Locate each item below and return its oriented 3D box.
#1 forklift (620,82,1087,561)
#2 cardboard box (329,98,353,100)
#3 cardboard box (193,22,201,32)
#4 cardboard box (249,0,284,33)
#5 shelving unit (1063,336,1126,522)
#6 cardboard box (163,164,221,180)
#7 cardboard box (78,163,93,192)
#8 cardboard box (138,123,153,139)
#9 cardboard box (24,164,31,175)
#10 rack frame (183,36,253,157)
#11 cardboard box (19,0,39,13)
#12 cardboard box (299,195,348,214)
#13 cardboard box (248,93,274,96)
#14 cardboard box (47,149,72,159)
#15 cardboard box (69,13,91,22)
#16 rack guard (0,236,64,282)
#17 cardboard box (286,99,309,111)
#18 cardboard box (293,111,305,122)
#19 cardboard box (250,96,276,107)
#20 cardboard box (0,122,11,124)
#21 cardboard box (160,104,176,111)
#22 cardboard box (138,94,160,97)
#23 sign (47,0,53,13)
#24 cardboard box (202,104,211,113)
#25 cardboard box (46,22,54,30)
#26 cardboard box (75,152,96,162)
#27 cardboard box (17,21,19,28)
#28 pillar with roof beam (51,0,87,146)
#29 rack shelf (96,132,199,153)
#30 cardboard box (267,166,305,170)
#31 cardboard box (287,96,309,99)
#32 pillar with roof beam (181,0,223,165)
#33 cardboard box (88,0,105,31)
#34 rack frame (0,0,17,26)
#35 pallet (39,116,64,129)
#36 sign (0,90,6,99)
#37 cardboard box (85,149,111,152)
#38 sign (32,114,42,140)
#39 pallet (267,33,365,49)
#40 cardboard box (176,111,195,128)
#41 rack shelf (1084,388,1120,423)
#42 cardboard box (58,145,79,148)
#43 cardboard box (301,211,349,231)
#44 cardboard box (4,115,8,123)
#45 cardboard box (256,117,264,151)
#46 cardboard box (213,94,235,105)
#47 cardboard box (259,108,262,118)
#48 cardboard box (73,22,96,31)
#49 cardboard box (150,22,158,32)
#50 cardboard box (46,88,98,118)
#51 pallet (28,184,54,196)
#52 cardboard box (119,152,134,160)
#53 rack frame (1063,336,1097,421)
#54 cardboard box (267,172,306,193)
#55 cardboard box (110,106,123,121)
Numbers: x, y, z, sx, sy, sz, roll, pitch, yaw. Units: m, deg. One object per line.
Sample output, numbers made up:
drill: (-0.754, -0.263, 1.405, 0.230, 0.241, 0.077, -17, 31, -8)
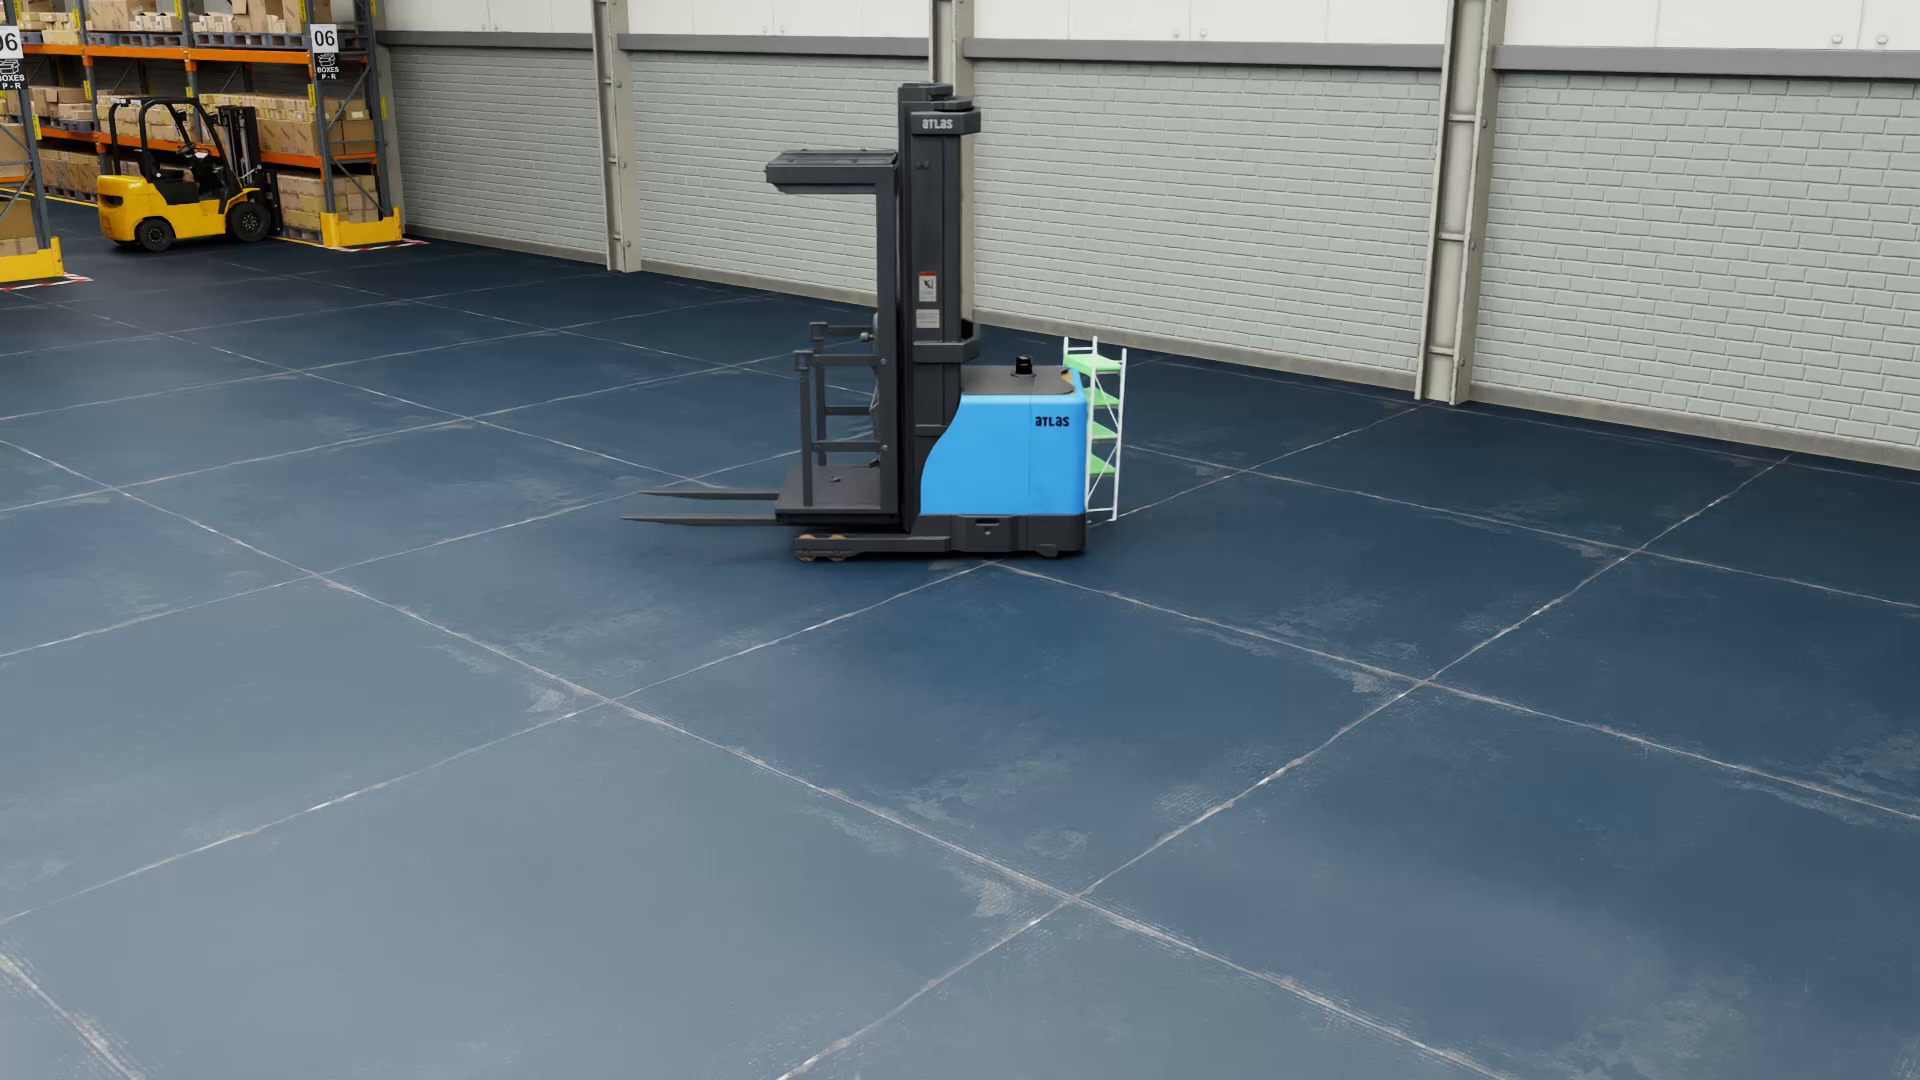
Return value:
forklift: (-0.698, -1.422, 10.747, 3.031, 2.935, 1.130, 0, 18, 1)
cardboard box: (-9.412, -6.667, 25.432, 0.250, 0.149, 0.380, 16, 24, 41)
cardboard box: (-12.003, -8.188, 26.549, 0.250, 0.149, 0.380, 16, 23, 40)
cardboard box: (-10.338, -7.973, 25.291, 0.500, 0.500, 0.700, 15, 23, 40)
shelving unit: (0.905, -0.774, 11.551, 0.258, 1.200, 0.503, -4, 18, -19)
cardboard box: (-13.111, -6.117, 28.658, 0.625, 0.625, 0.875, 15, 23, 39)
cardboard box: (-15.956, -6.740, 30.827, 0.500, 0.500, 0.500, 15, 23, 38)
cardboard box: (-13.810, -7.067, 28.670, 0.500, 0.250, 0.500, 16, 24, 41)
cardboard box: (-17.909, -7.256, 32.453, 0.500, 0.500, 0.500, 16, 24, 42)
rack frame: (-12.138, -6.789, 27.544, 0.127, 3.000, 1.000, 15, 23, 39)
cardboard box: (-17.847, -10.246, 31.858, 0.258, 0.266, 0.396, 15, 23, 38)
cardboard box: (-9.717, -5.140, 25.375, 0.500, 0.250, 0.500, 15, 23, 39)
cardboard box: (-11.331, -7.182, 27.053, 0.250, 0.149, 0.380, 15, 23, 39)
cardboard box: (-17.195, -7.383, 31.782, 0.250, 0.149, 0.380, 15, 23, 39)
cardboard box: (-15.583, -9.284, 29.545, 0.250, 0.149, 0.380, 16, 24, 41)
rack guard: (-12.495, -3.686, 21.898, 0.348, 0.500, 1.175, 15, 23, 39)
cardboard box: (-9.972, -6.597, 25.211, 0.250, 0.149, 0.380, 16, 23, 40)
cardboard box: (-9.802, -6.393, 25.060, 0.250, 0.149, 0.380, 16, 23, 40)
cardboard box: (-10.882, -6.869, 26.069, 0.250, 0.149, 0.380, 15, 23, 39)
cardboard box: (-12.997, -5.312, 22.235, 0.500, 0.500, 0.500, 16, 24, 41)
cardboard box: (-13.178, -7.295, 27.903, 0.250, 0.149, 0.380, 14, 22, 38)
cardboard box: (-14.482, -7.902, 29.814, 0.250, 0.149, 0.380, 16, 23, 41)
sign: (-17.755, -10.385, 32.412, 0.005, 0.325, 0.100, 15, 23, 39)
cardboard box: (-12.074, -7.022, 27.041, 0.250, 0.149, 0.380, 15, 23, 38)
cardboard box: (-16.499, -9.421, 30.469, 0.250, 0.149, 0.380, 16, 24, 41)
cardboard box: (-16.226, -7.125, 30.971, 0.250, 0.149, 0.380, 16, 24, 41)
cardboard box: (-17.396, -9.598, 30.994, 0.250, 0.149, 0.380, 15, 23, 39)
pillar with roof beam: (-20.901, -10.624, 29.712, 0.400, 9.000, 9.100, 15, 23, 39)
rack shelf: (-13.633, -6.847, 28.918, 4.000, 0.370, 1.077, 15, 23, 39)
cardboard box: (-10.883, -5.897, 26.932, 0.500, 0.250, 0.500, 15, 23, 40)
cardboard box: (-10.393, -6.917, 26.219, 0.250, 0.149, 0.380, 15, 23, 40)
pillar with roof beam: (-16.413, -9.419, 25.916, 0.400, 9.000, 9.100, 15, 23, 39)
cardboard box: (-14.749, -9.116, 28.895, 0.500, 0.500, 0.500, 15, 23, 40)
rack frame: (-12.438, -7.721, 20.565, 0.127, 3.000, 1.000, 15, 23, 39)
pallet: (-16.587, -7.890, 31.331, 1.213, 0.211, 1.003, 15, 23, 39)
sign: (-18.475, -8.683, 32.082, 0.005, 0.325, 0.100, 15, 23, 39)
cardboard box: (-16.489, -7.396, 31.824, 0.250, 0.149, 0.380, 14, 22, 37)
sign: (-12.078, -5.397, 21.728, 0.005, 0.325, 0.100, 15, 23, 39)
pallet: (-9.657, -7.521, 25.039, 1.213, 0.211, 1.003, 15, 23, 39)
cardboard box: (-12.674, -6.996, 27.619, 0.500, 0.250, 0.500, 14, 23, 38)
rack shelf: (0.910, -0.942, 11.500, 0.258, 0.148, 0.480, -4, 18, -19)
cardboard box: (-17.454, -7.653, 32.632, 0.250, 0.149, 0.380, 15, 23, 39)
cardboard box: (-9.707, -4.898, 25.438, 0.500, 0.250, 0.500, 15, 23, 40)
cardboard box: (-18.527, -8.282, 32.665, 0.250, 0.149, 0.380, 15, 23, 40)
cardboard box: (-10.837, -6.380, 26.091, 0.500, 0.500, 0.500, 15, 23, 40)
cardboard box: (-11.829, -7.128, 26.884, 0.250, 0.149, 0.380, 15, 23, 40)
cardboard box: (-10.694, -6.671, 25.936, 0.250, 0.149, 0.380, 15, 23, 39)
cardboard box: (-15.554, -9.157, 29.636, 0.250, 0.149, 0.380, 16, 23, 40)
cardboard box: (-13.162, -8.499, 27.529, 0.250, 0.149, 0.380, 15, 23, 39)
cardboard box: (-16.473, -8.127, 30.896, 0.637, 0.503, 0.797, 14, 23, 38)
pallet: (-17.488, -6.911, 32.539, 1.213, 0.211, 1.003, 15, 23, 39)
cardboard box: (-15.493, -7.144, 31.030, 0.250, 0.149, 0.380, 16, 24, 41)
rack frame: (0.824, -0.843, 11.770, 0.240, 1.200, 0.015, -4, 18, -19)
cardboard box: (-10.467, -5.574, 25.914, 0.500, 0.250, 0.500, 15, 23, 40)
cardboard box: (-14.586, -7.513, 29.249, 0.500, 0.250, 0.500, 16, 24, 41)
